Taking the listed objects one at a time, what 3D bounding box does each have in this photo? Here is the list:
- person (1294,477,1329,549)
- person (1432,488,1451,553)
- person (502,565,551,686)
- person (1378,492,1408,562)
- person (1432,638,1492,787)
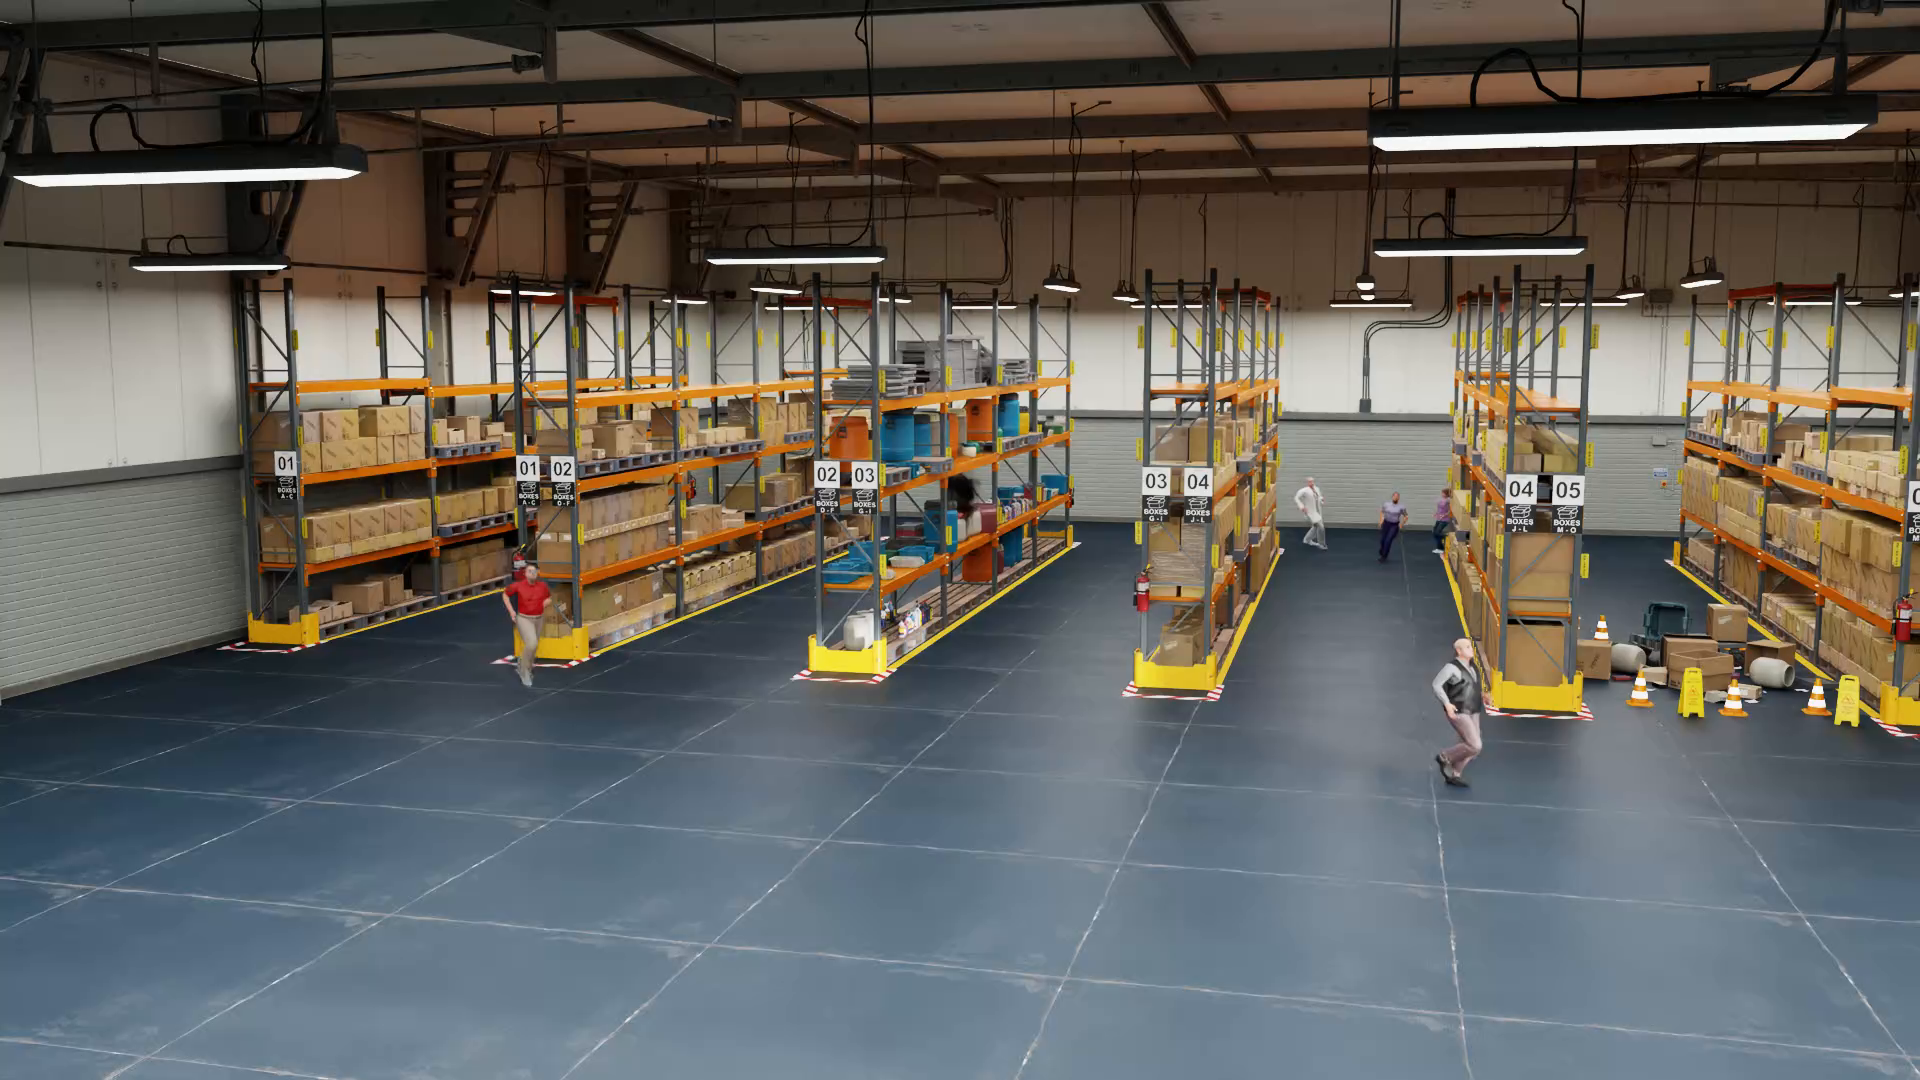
[{"bbox_3d":[8.468,-0.619,40.037,0.692,1.806,0.744,-7,10,-44],"label":"person"},{"bbox_3d":[11.371,-0.454,39.181,0.469,1.553,0.605,-1,7,-11],"label":"person"},{"bbox_3d":[-6.308,1.245,24.424,0.733,1.789,0.644,6,9,43],"label":"person"},{"bbox_3d":[9.824,-0.302,37.773,0.655,1.578,0.622,3,7,23],"label":"person"},{"bbox_3d":[5.668,1.945,18.622,0.650,1.682,0.566,-6,9,-41],"label":"person"}]
